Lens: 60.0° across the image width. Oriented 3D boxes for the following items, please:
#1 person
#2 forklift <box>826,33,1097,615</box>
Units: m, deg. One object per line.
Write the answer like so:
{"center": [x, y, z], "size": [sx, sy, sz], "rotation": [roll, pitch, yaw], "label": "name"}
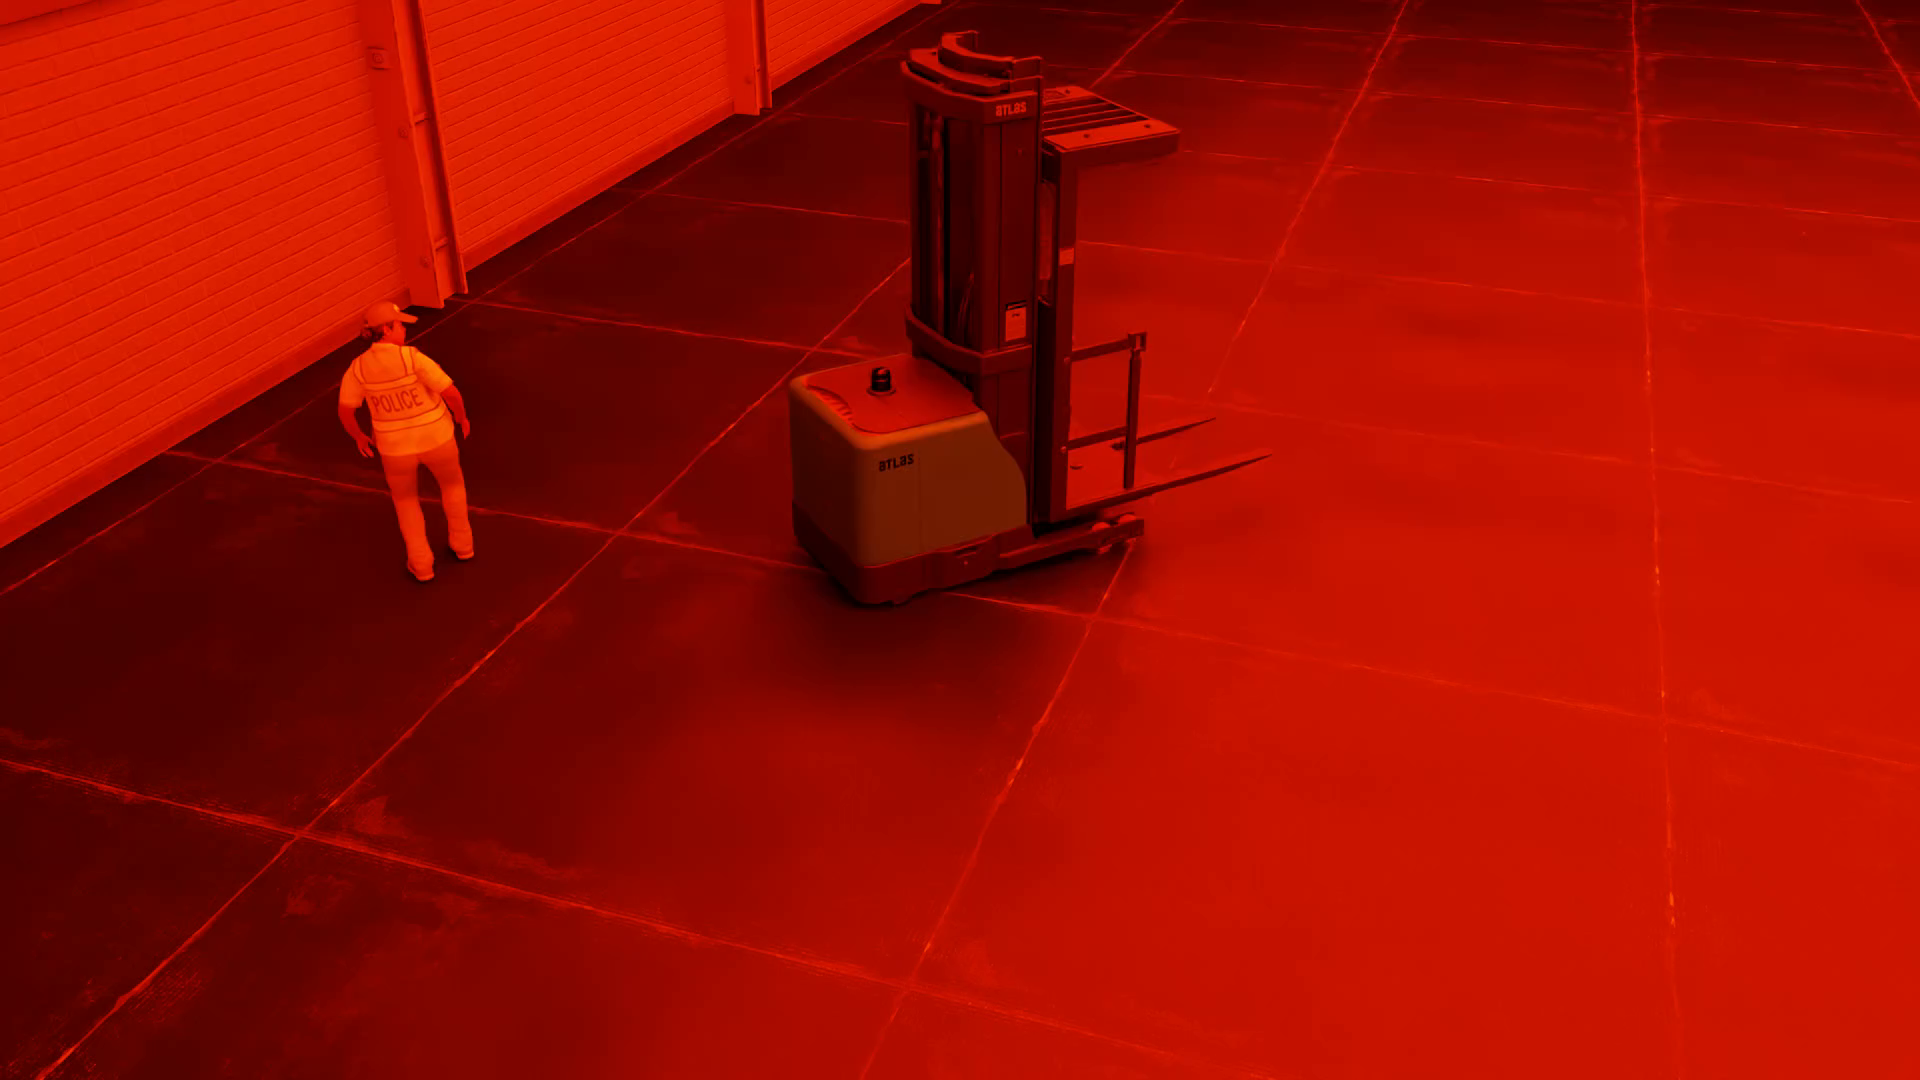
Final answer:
{"center": [-3.092, -0.603, 9.461], "size": [0.588, 1.672, 0.532], "rotation": [-8, 31, -14], "label": "person"}
{"center": [0.154, -1.572, 9.894], "size": [1.130, 2.935, 3.031], "rotation": [8, 31, 14], "label": "forklift"}
